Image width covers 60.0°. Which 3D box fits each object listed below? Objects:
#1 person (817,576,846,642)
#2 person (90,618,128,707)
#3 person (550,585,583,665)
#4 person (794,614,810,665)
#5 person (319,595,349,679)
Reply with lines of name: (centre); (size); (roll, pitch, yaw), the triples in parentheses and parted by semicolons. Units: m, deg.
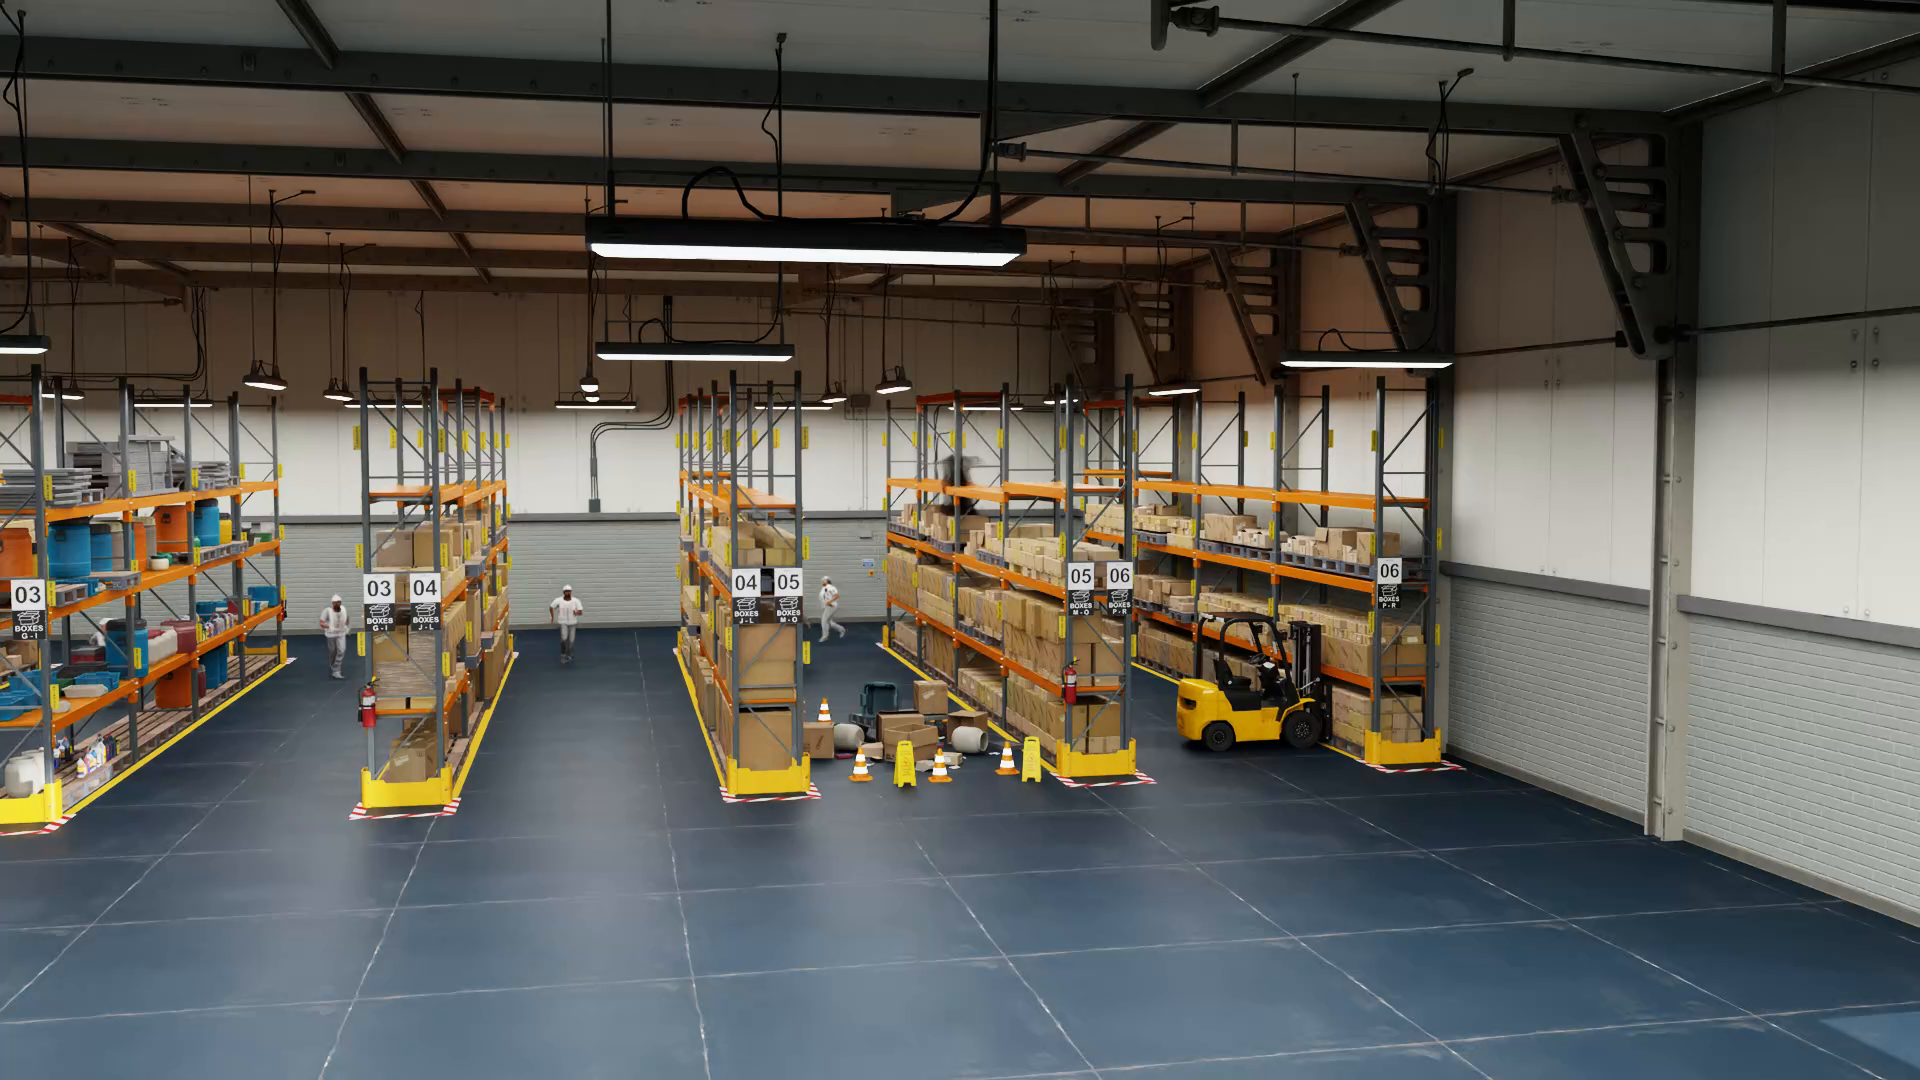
person: (-3.276, 1.712, 41.809); (0.815, 1.623, 0.642); (-2, 4, -27)
person: (-16.027, 2.293, 31.367); (0.672, 1.698, 0.890); (-2, 4, -33)
person: (-8.811, 1.904, 37.310); (0.690, 1.789, 0.722); (-1, 4, -22)
person: (-3.694, 1.998, 37.043); (0.765, 1.665, 0.666); (1, 4, 19)
person: (-13.230, 2.026, 35.131); (0.655, 1.756, 0.860); (-2, 4, -35)
